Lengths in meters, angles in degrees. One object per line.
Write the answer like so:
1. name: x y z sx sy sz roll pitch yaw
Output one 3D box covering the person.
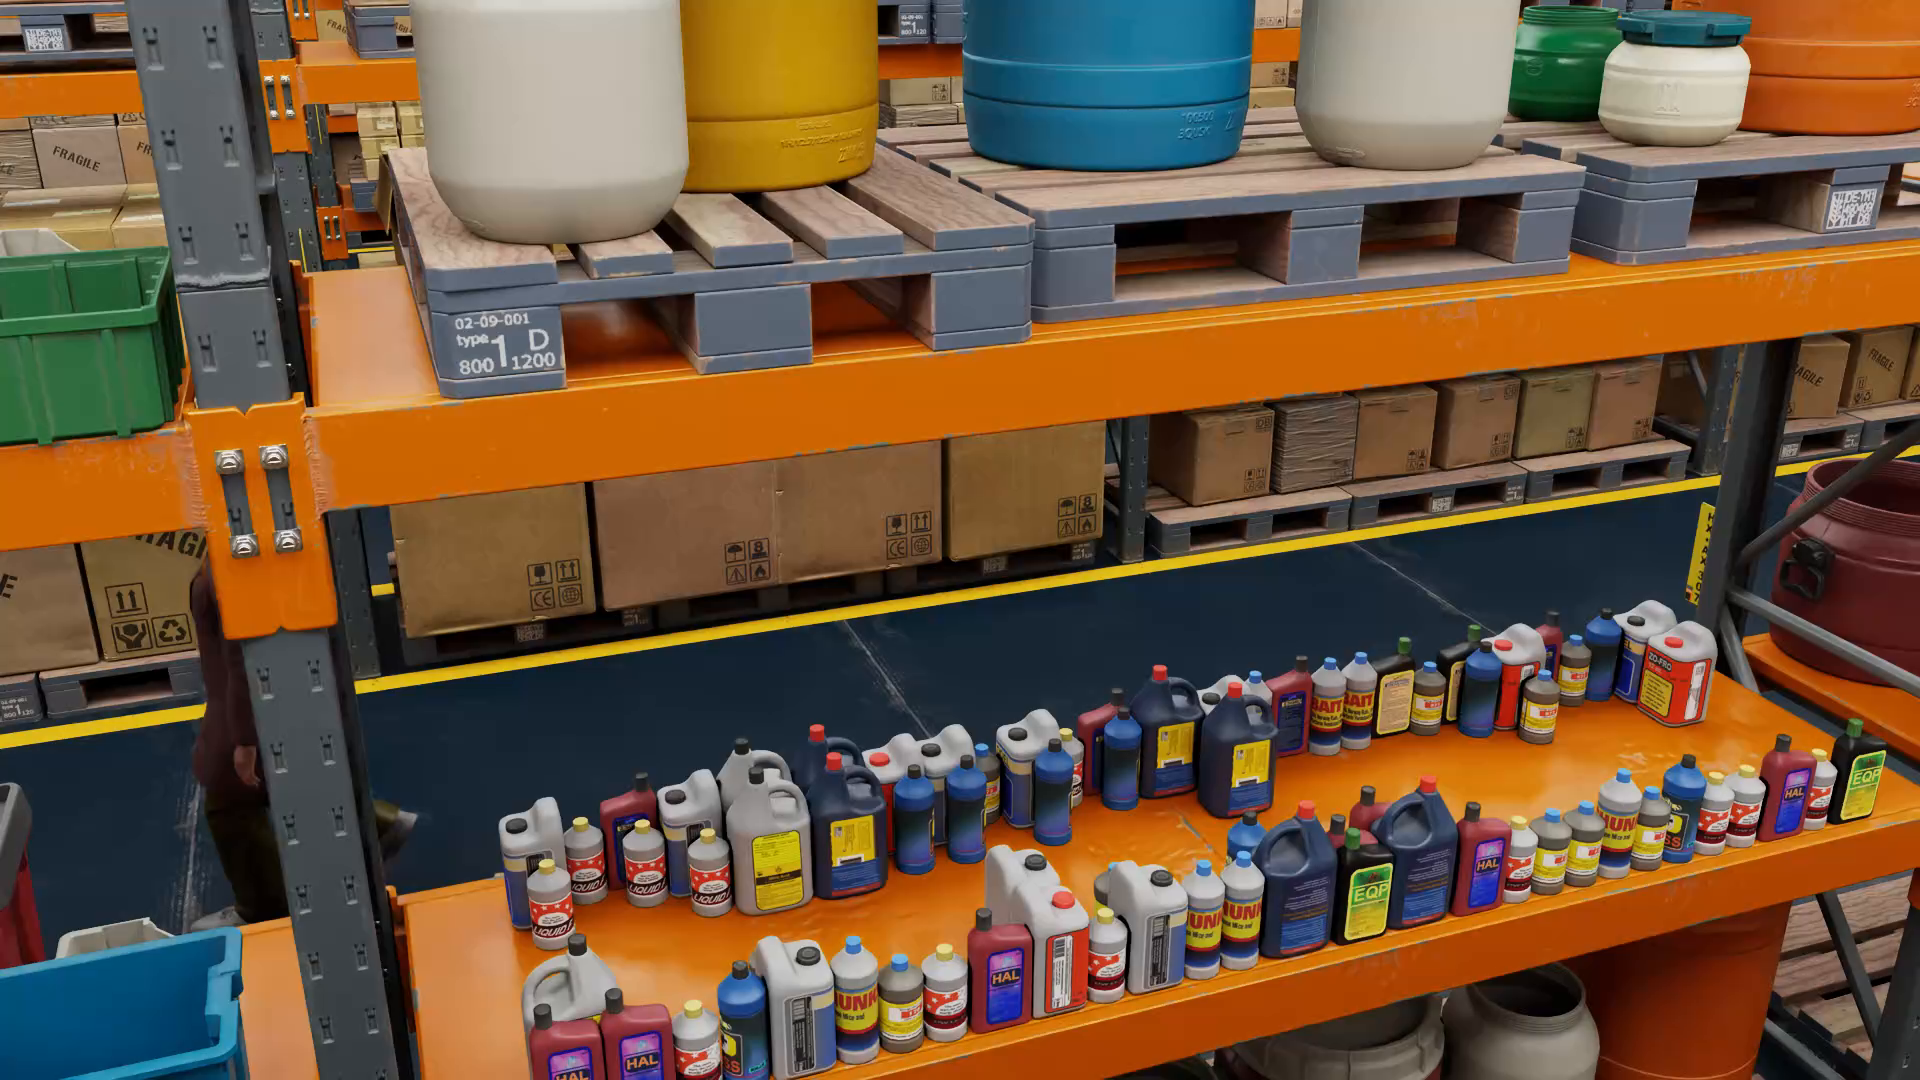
1. person: -2.343 0.652 5.742 0.780 1.546 0.605 -2 22 -6
